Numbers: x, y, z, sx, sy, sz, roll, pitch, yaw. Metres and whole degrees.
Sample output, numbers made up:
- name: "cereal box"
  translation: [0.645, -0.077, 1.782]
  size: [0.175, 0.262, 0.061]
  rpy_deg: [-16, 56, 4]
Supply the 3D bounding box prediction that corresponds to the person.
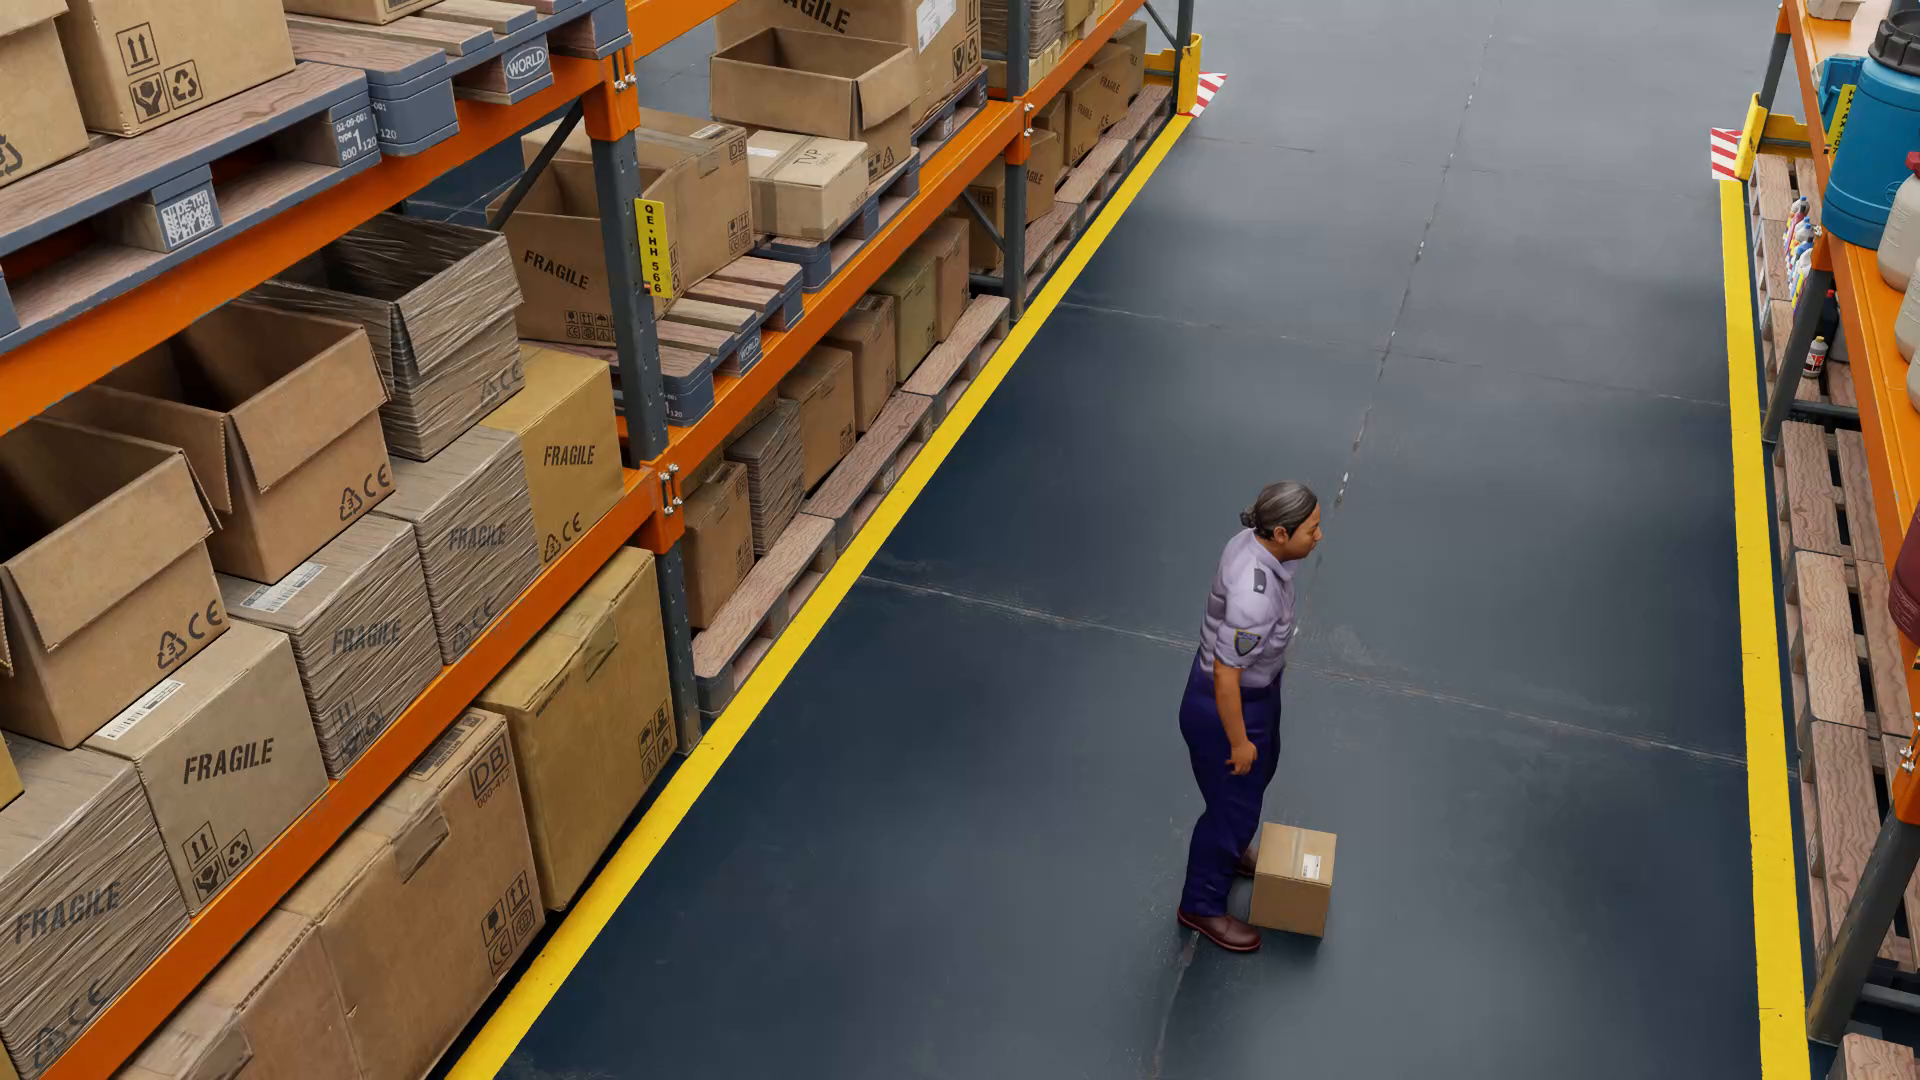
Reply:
- name: "person"
  translation: [0.907, 0.531, 5.345]
  size: [0.377, 1.651, 0.557]
  rpy_deg: [9, 35, 14]
